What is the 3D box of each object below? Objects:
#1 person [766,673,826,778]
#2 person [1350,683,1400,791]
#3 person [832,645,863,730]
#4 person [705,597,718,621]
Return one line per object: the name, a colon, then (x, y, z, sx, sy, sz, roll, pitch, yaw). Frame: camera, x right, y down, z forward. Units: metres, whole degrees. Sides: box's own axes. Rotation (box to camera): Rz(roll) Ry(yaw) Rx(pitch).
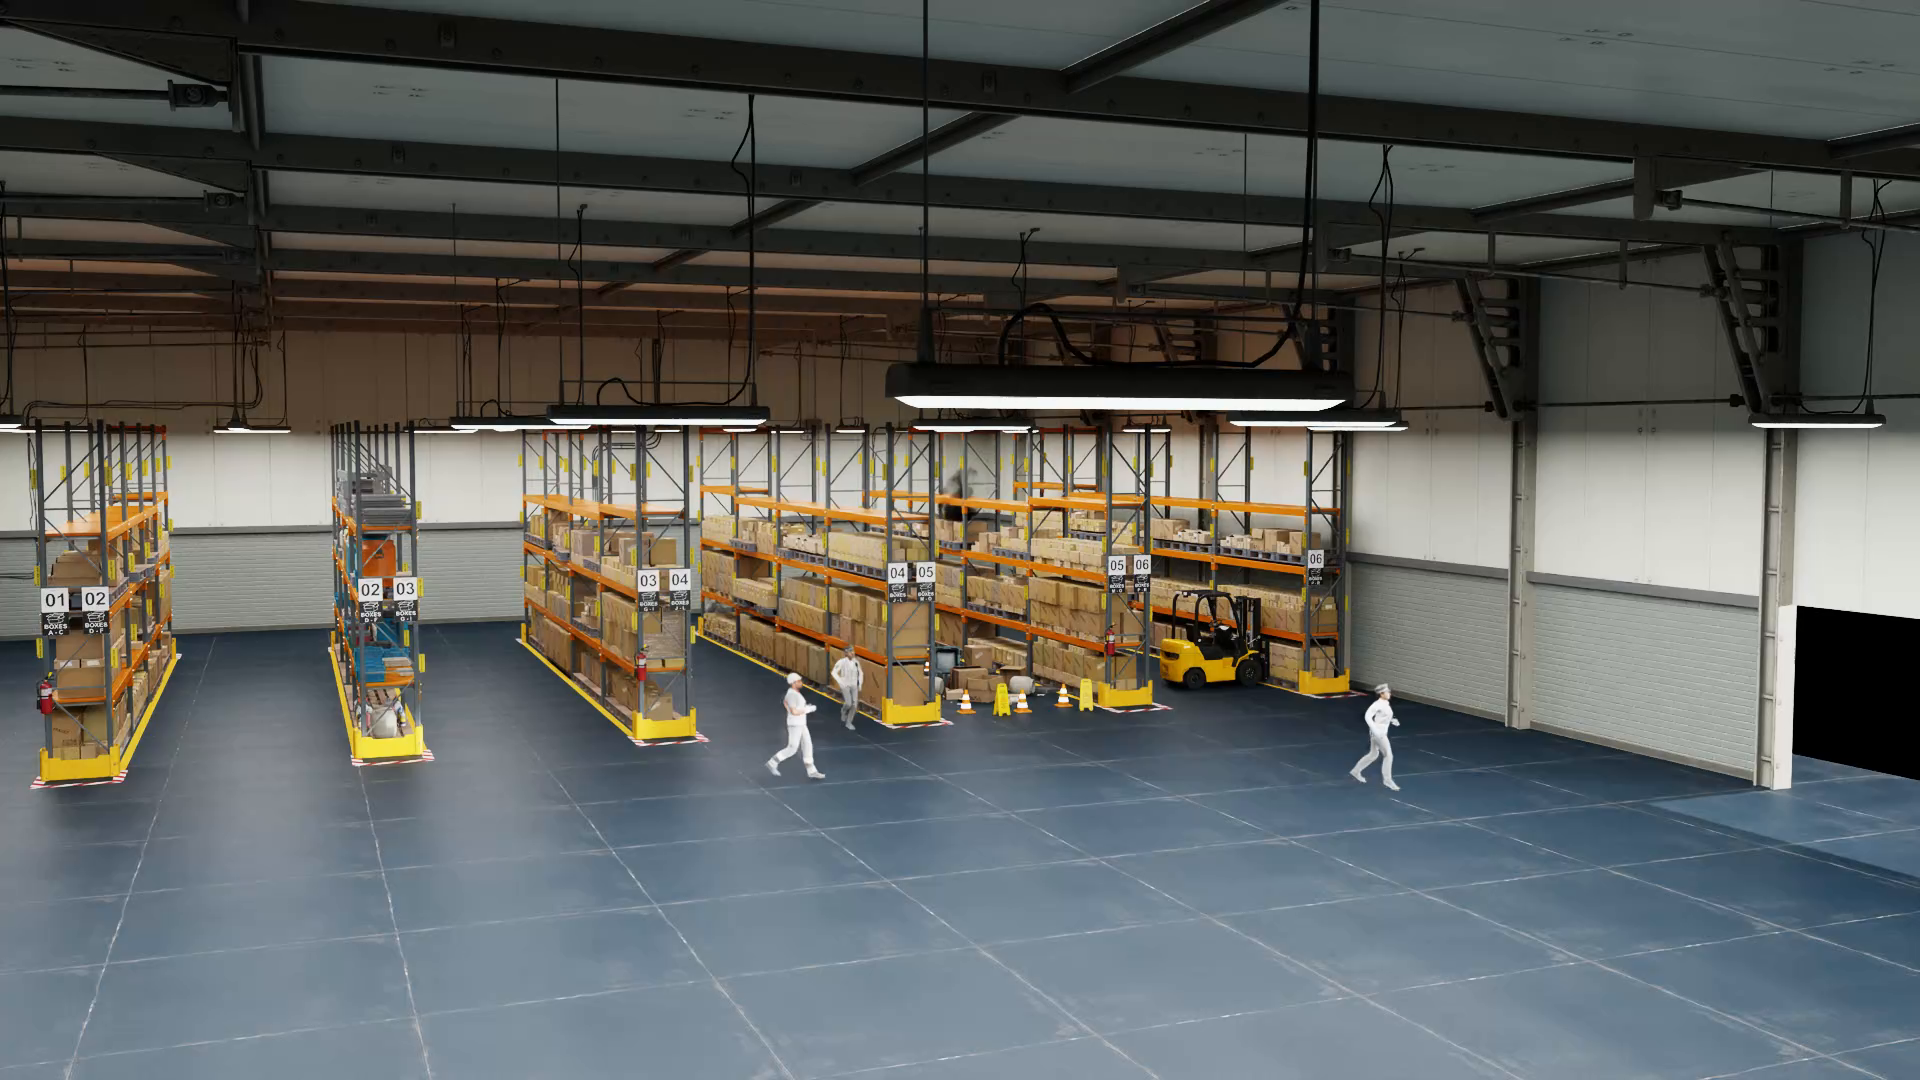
person: (-2.724, 3.084, 27.585, 0.995, 1.765, 0.662, 0, 4, 4)
person: (6.779, 3.179, 27.072, 0.793, 1.732, 0.611, 1, 4, 20)
person: (-2.171, 2.874, 32.581, 0.648, 1.661, 0.502, -2, 4, -27)
person: (-7.456, 1.765, 49.568, 0.720, 1.732, 0.943, -1, 4, -9)
